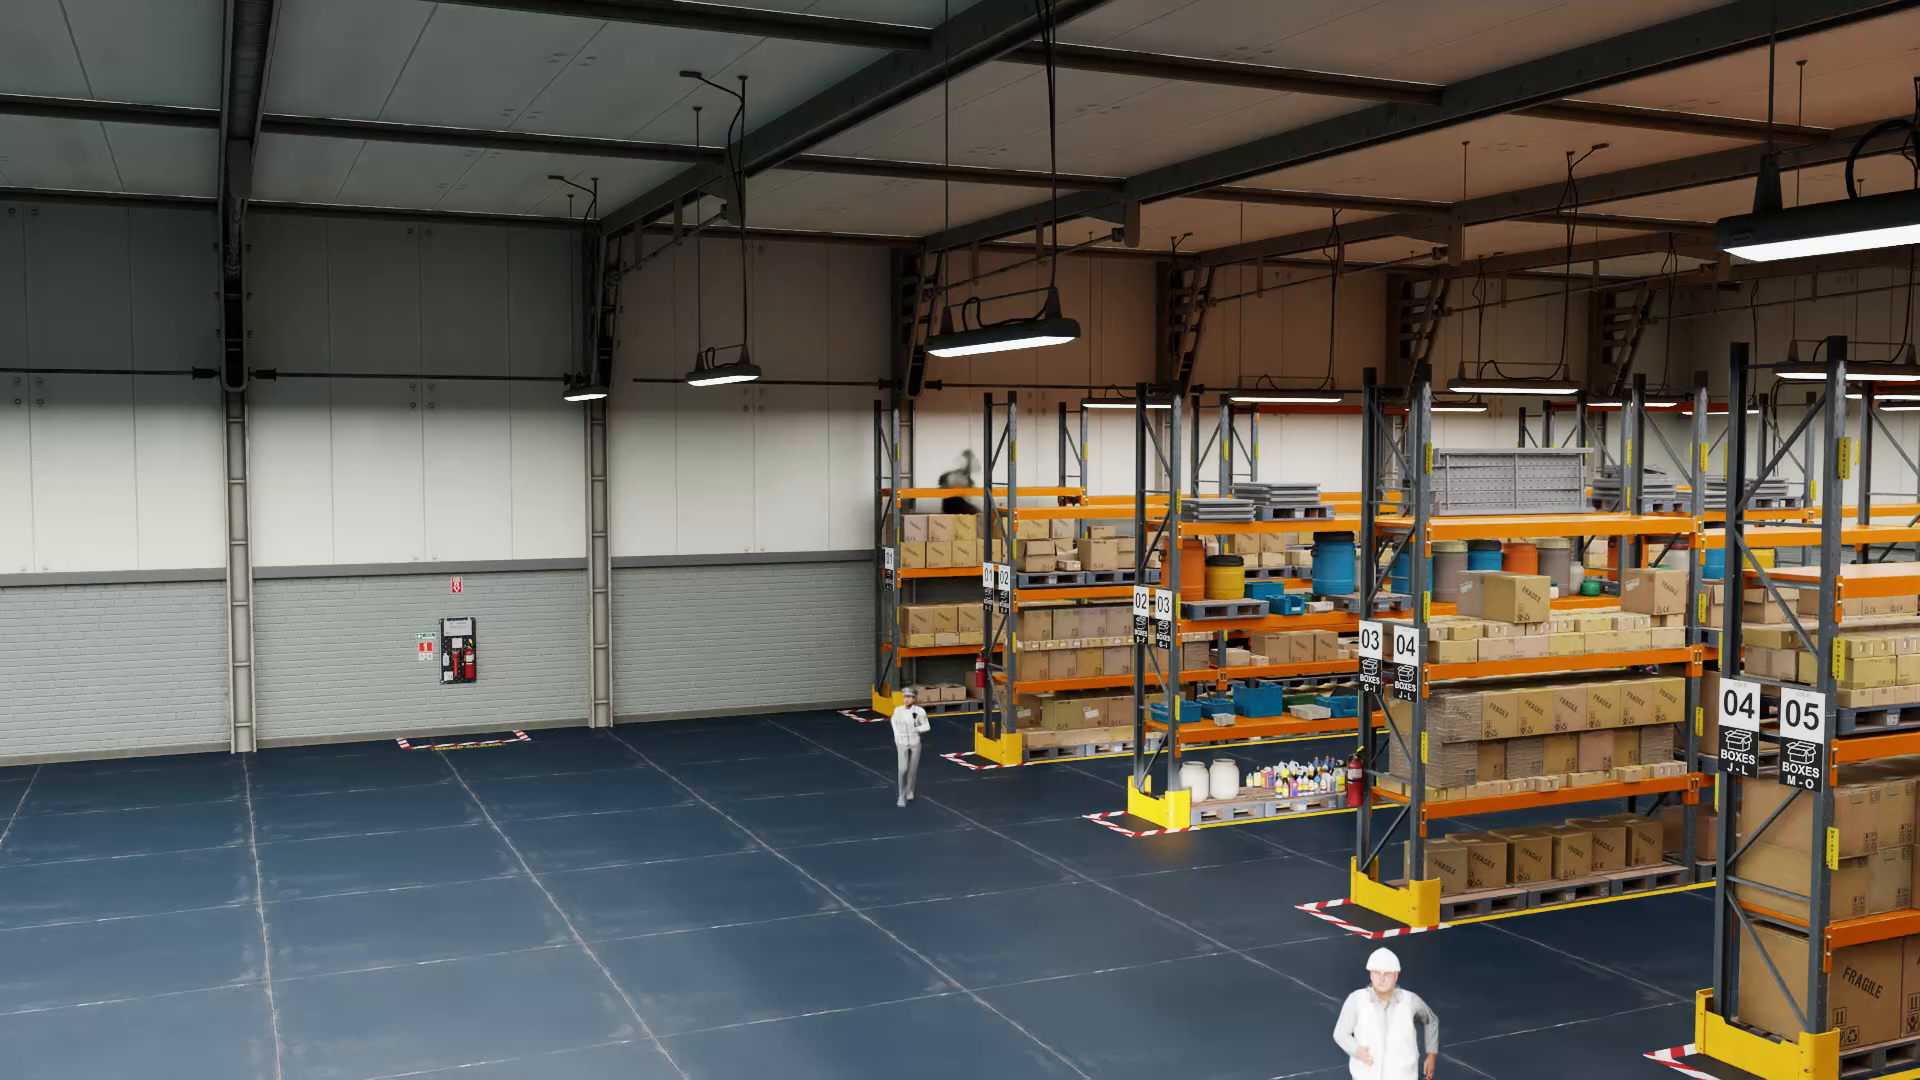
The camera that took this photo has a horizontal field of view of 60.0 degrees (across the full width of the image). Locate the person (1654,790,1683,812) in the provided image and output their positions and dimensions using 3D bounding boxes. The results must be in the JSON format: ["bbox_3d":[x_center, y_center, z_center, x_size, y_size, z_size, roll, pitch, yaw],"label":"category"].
[{"bbox_3d":[9.918,3.002,23.373,0.517,1.627,0.584,-2,4,-30],"label":"person"}]

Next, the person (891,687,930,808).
[{"bbox_3d":[-0.711,2.955,23.722,0.579,1.740,0.708,0,3,3],"label":"person"}]

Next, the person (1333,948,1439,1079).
[{"bbox_3d":[2.842,3.644,11.131,0.673,1.855,0.760,1,3,18],"label":"person"}]
